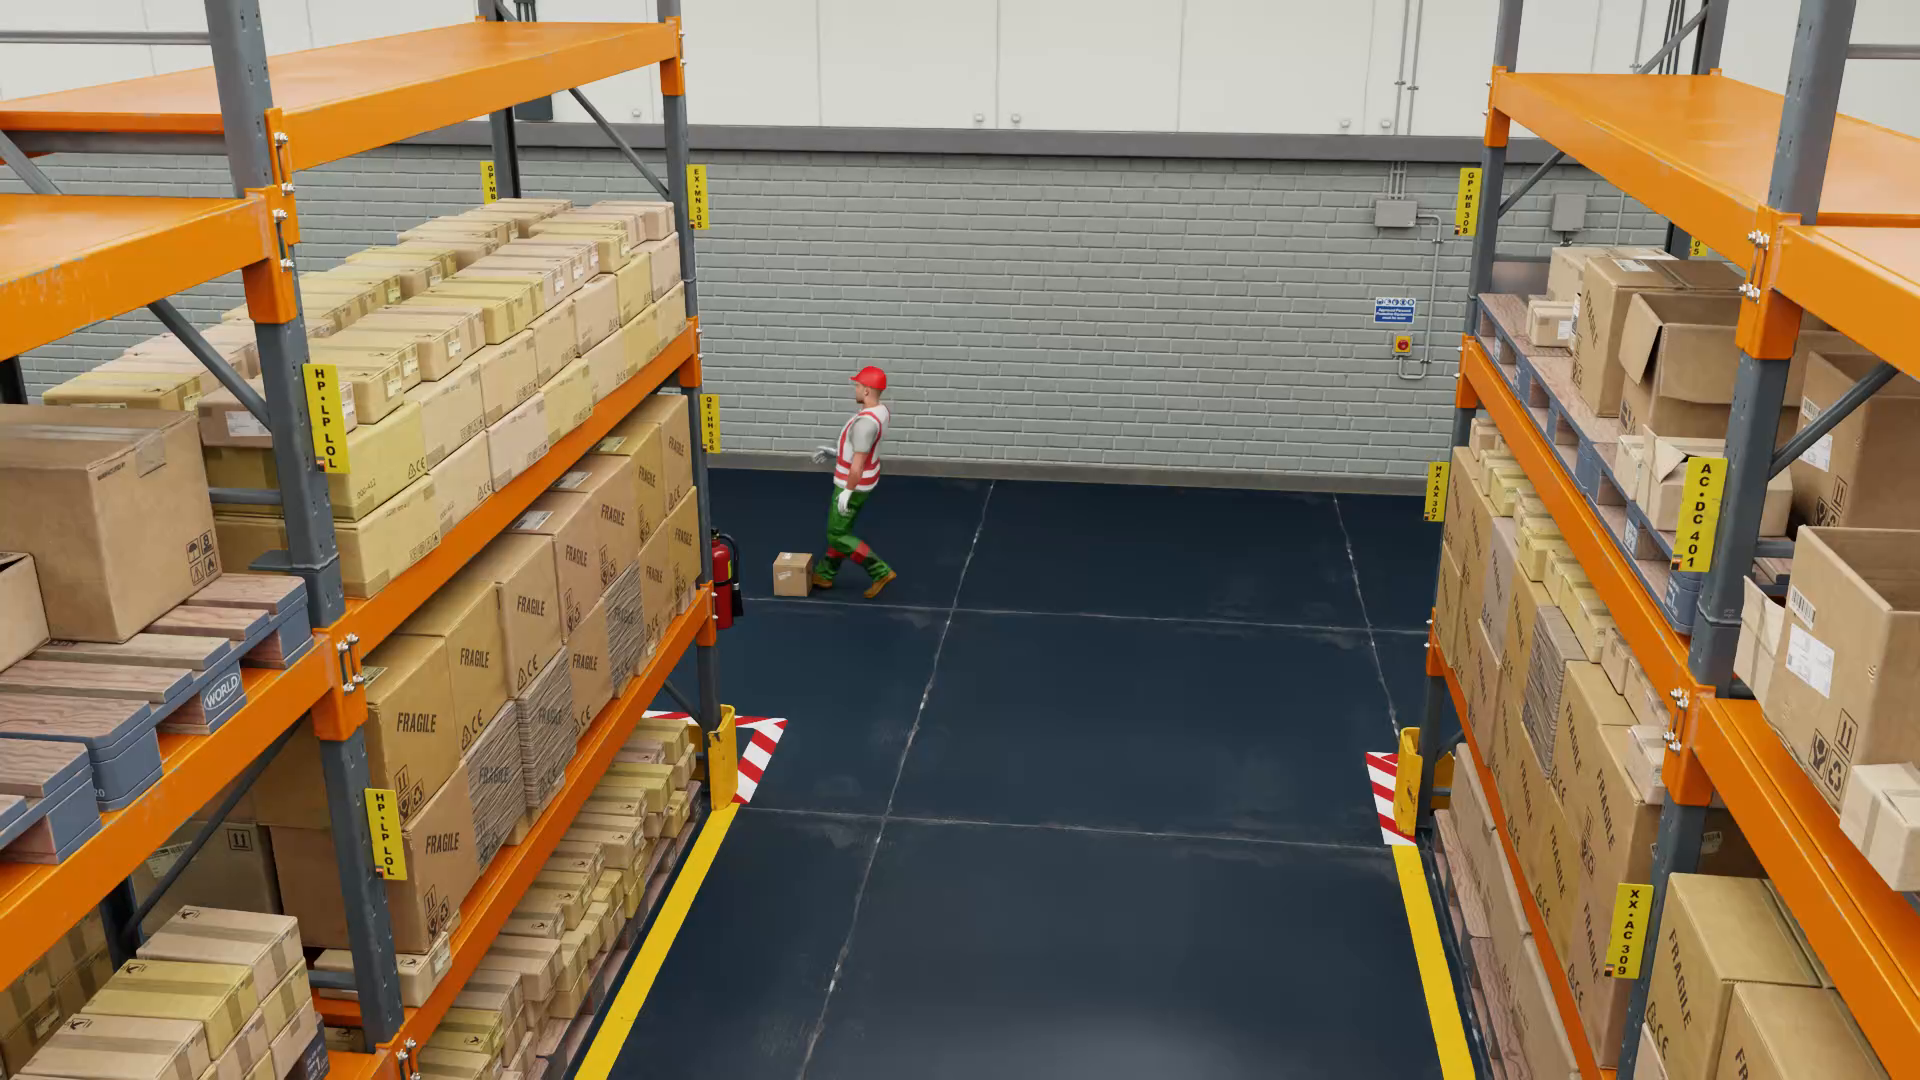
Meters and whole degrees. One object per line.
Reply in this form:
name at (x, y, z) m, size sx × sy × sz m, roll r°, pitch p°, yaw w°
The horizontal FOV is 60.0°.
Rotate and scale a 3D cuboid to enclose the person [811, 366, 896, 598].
person at (-0.860, -0.428, 12.195) m, size 0.848 × 1.733 × 0.619 m, roll 5°, pitch 21°, yaw 12°
